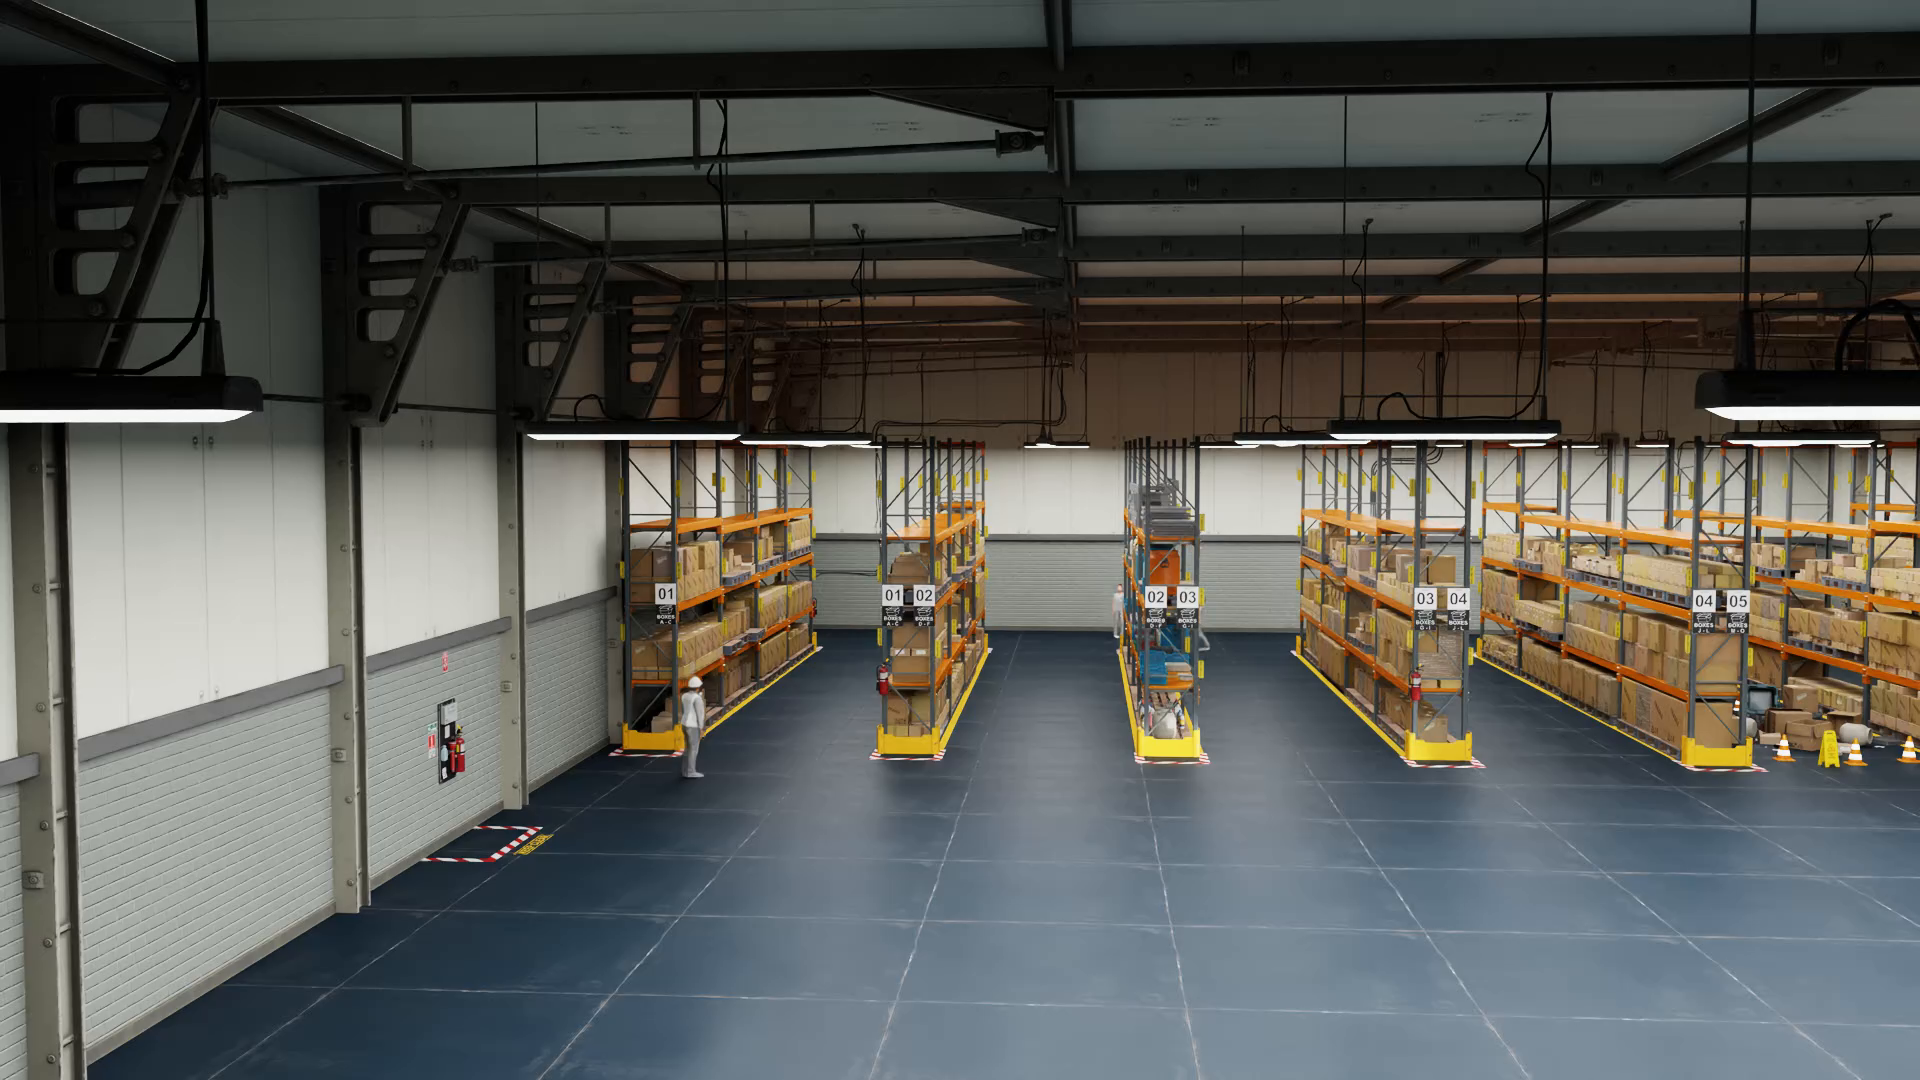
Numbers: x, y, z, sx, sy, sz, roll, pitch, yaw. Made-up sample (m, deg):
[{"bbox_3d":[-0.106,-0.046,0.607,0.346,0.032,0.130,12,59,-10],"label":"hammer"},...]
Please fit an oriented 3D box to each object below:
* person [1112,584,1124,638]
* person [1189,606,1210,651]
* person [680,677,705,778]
[{"bbox_3d":[4.880,2.189,50.789,0.468,1.679,0.504,0,3,0],"label":"person"},{"bbox_3d":[6.682,2.384,47.553,0.939,1.542,0.493,1,3,14],"label":"person"},{"bbox_3d":[-4.675,3.275,29.127,0.373,1.778,0.569,-2,4,-31],"label":"person"}]
